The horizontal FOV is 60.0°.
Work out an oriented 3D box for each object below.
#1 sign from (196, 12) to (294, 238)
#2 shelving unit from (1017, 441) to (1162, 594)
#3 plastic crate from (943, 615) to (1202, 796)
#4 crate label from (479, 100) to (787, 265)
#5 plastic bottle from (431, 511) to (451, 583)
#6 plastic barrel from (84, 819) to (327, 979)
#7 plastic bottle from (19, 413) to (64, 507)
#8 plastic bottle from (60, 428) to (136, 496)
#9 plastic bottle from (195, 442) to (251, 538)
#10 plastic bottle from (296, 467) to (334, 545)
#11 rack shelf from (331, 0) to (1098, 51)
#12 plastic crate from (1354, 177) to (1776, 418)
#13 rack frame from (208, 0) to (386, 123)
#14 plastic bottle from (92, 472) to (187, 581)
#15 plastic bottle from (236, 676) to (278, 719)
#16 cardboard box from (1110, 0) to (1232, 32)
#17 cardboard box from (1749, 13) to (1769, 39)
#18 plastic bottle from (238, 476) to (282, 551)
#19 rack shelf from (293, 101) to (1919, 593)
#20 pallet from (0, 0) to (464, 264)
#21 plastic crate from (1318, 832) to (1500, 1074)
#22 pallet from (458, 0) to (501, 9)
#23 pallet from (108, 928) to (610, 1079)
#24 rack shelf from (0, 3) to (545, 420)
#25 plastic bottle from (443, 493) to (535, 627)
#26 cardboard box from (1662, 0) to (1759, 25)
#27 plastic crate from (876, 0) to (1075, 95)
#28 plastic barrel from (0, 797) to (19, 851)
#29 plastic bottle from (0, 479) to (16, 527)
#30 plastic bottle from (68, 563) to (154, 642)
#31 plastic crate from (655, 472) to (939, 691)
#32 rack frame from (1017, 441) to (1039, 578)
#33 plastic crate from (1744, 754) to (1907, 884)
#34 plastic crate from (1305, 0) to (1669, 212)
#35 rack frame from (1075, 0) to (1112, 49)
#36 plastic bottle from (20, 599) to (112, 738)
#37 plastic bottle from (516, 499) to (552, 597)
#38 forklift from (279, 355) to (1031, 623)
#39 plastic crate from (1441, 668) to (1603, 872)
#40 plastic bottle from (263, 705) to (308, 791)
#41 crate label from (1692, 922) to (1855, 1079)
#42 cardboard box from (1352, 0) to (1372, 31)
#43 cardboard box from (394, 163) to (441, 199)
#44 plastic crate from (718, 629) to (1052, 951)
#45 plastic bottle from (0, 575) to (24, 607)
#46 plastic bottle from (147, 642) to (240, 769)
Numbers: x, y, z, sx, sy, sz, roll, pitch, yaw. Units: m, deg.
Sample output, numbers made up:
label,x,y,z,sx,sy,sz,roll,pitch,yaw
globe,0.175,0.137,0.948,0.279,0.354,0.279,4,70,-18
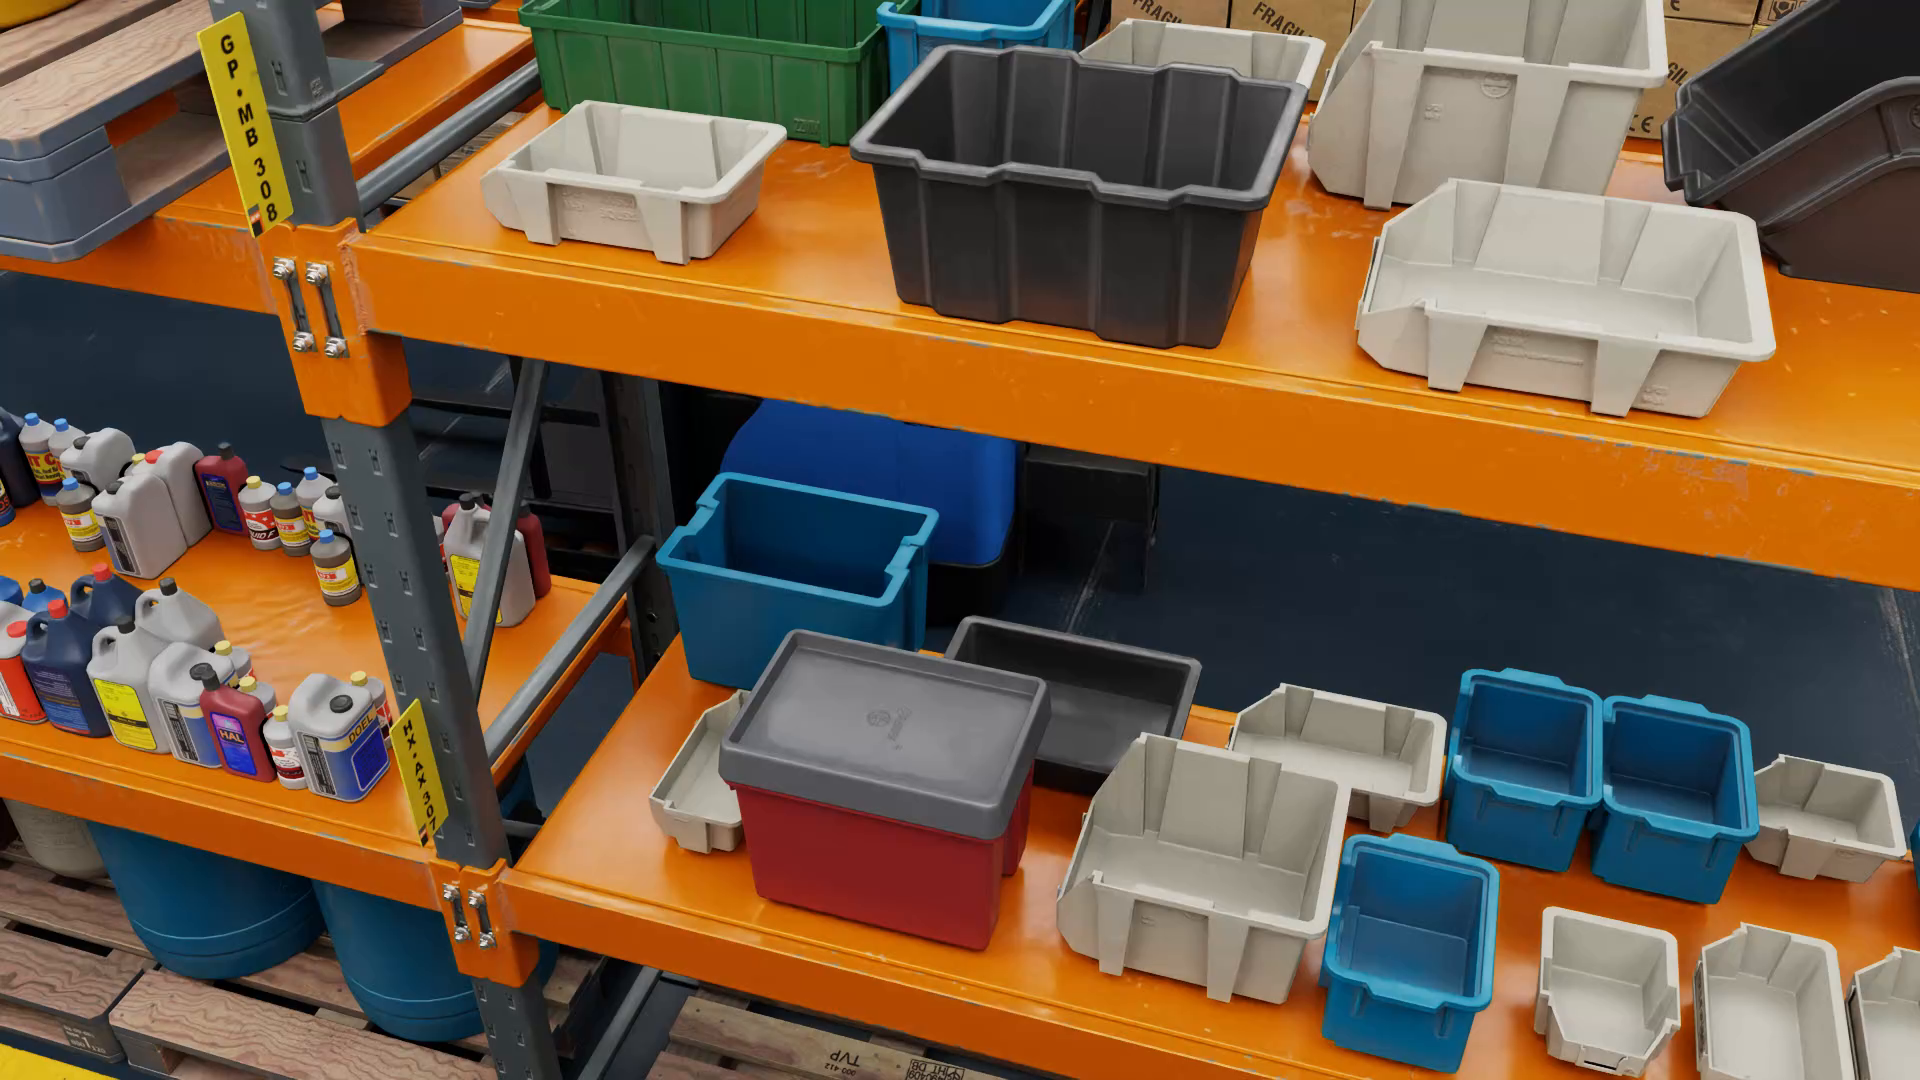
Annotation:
label,x,y,z,sx,sy,sz,roll,pitch,yaw
sign,-1.086,-0.629,2.536,0.005,0.325,0.100,10,38,14
shelving unit,0.512,-0.781,6.040,0.503,2.100,0.431,7,37,10
plastic crate,0.228,0.404,3.851,0.590,0.125,0.437,10,38,14
crate label,-0.540,-0.580,2.699,0.466,0.136,0.293,10,38,14
plastic bottle,-1.386,0.012,4.371,0.097,0.201,0.097,0,36,0
plastic barrel,-2.111,0.717,4.661,0.708,0.901,0.600,10,38,14
plastic bottle,-2.549,-0.231,4.642,0.097,0.271,0.097,0,36,0
plastic bottle,-2.354,-0.180,4.569,0.135,0.276,0.152,10,38,14
plastic bottle,-1.991,-0.144,4.514,0.133,0.283,0.061,10,38,14
plastic bottle,-1.701,-0.074,4.429,0.097,0.271,0.097,0,36,0
rack shelf,-1.349,-2.594,8.350,4.000,0.370,1.077,10,38,14
plastic crate,0.851,-0.348,2.384,0.530,0.136,0.437,10,38,14
rack frame,-0.921,-2.144,2.072,0.127,3.000,1.000,10,38,14
plastic bottle,-2.178,-0.053,4.396,0.135,0.276,0.152,10,38,14
plastic bottle,-1.621,0.402,3.841,0.097,0.201,0.097,0,36,0
cardboard box,0.965,-2.326,7.295,0.500,0.500,0.500,11,38,15
cardboard box,3.373,-1.878,6.687,0.500,0.500,0.500,11,38,14
plastic bottle,-1.886,-0.080,4.496,0.097,0.201,0.097,0,36,0
rack shelf,0.988,-0.293,2.694,4.000,0.370,1.077,10,38,14
pallet,-1.698,-0.943,3.130,1.003,0.211,1.213,10,38,14
plastic crate,0.861,0.804,3.217,0.300,0.233,0.416,10,38,14
pallet,-2.590,-3.080,8.565,1.003,0.211,1.213,10,38,14
pallet,-1.645,1.235,4.894,1.213,0.211,1.003,10,38,14
rack shelf,-2.830,-1.000,3.654,4.000,0.370,1.077,10,38,14
plastic bottle,-1.199,0.039,4.208,0.185,0.351,0.144,10,38,14
cardboard box,2.892,-2.367,6.507,0.500,0.500,0.500,11,38,15
plastic crate,0.044,-0.888,3.037,0.300,0.233,0.416,10,38,14
plastic barrel,-3.189,0.644,5.025,0.708,0.588,0.600,10,38,14
plastic bottle,-2.685,-0.167,4.555,0.097,0.271,0.097,0,36,0
plastic bottle,-2.029,0.200,3.989,0.185,0.351,0.144,10,38,14
plastic crate,-0.373,0.144,3.987,0.575,0.384,0.392,10,38,14
rack frame,0.274,-0.812,6.082,0.015,2.100,0.400,7,37,10
plastic crate,1.831,0.608,3.566,0.298,0.136,0.250,10,38,14
plastic crate,0.874,-0.748,2.805,0.530,0.282,0.437,10,38,14
rack frame,0.560,-2.530,7.657,0.127,3.000,1.000,10,38,14
plastic bottle,-2.072,0.282,3.878,0.185,0.351,0.144,10,38,14
plastic bottle,-1.143,0.013,4.301,0.133,0.283,0.061,10,38,14
forklift,-1.232,-1.310,6.057,3.031,2.935,1.130,7,37,10
plastic crate,1.217,0.507,3.622,0.300,0.233,0.416,10,38,14
plastic bottle,-1.512,0.460,3.762,0.097,0.201,0.097,0,36,0
crate label,1.520,0.925,3.135,0.243,0.136,0.396,10,38,14
cardboard box,1.932,-2.148,7.053,0.500,0.500,0.500,10,38,14
cardboard box,-2.909,-2.165,8.899,0.500,0.500,0.500,12,38,16
plastic crate,-0.143,0.522,3.406,0.583,0.464,0.402,10,38,14
plastic bottle,-2.332,0.186,4.076,0.097,0.271,0.097,0,36,0
plastic bottle,-1.742,0.371,3.821,0.135,0.276,0.152,10,38,14
